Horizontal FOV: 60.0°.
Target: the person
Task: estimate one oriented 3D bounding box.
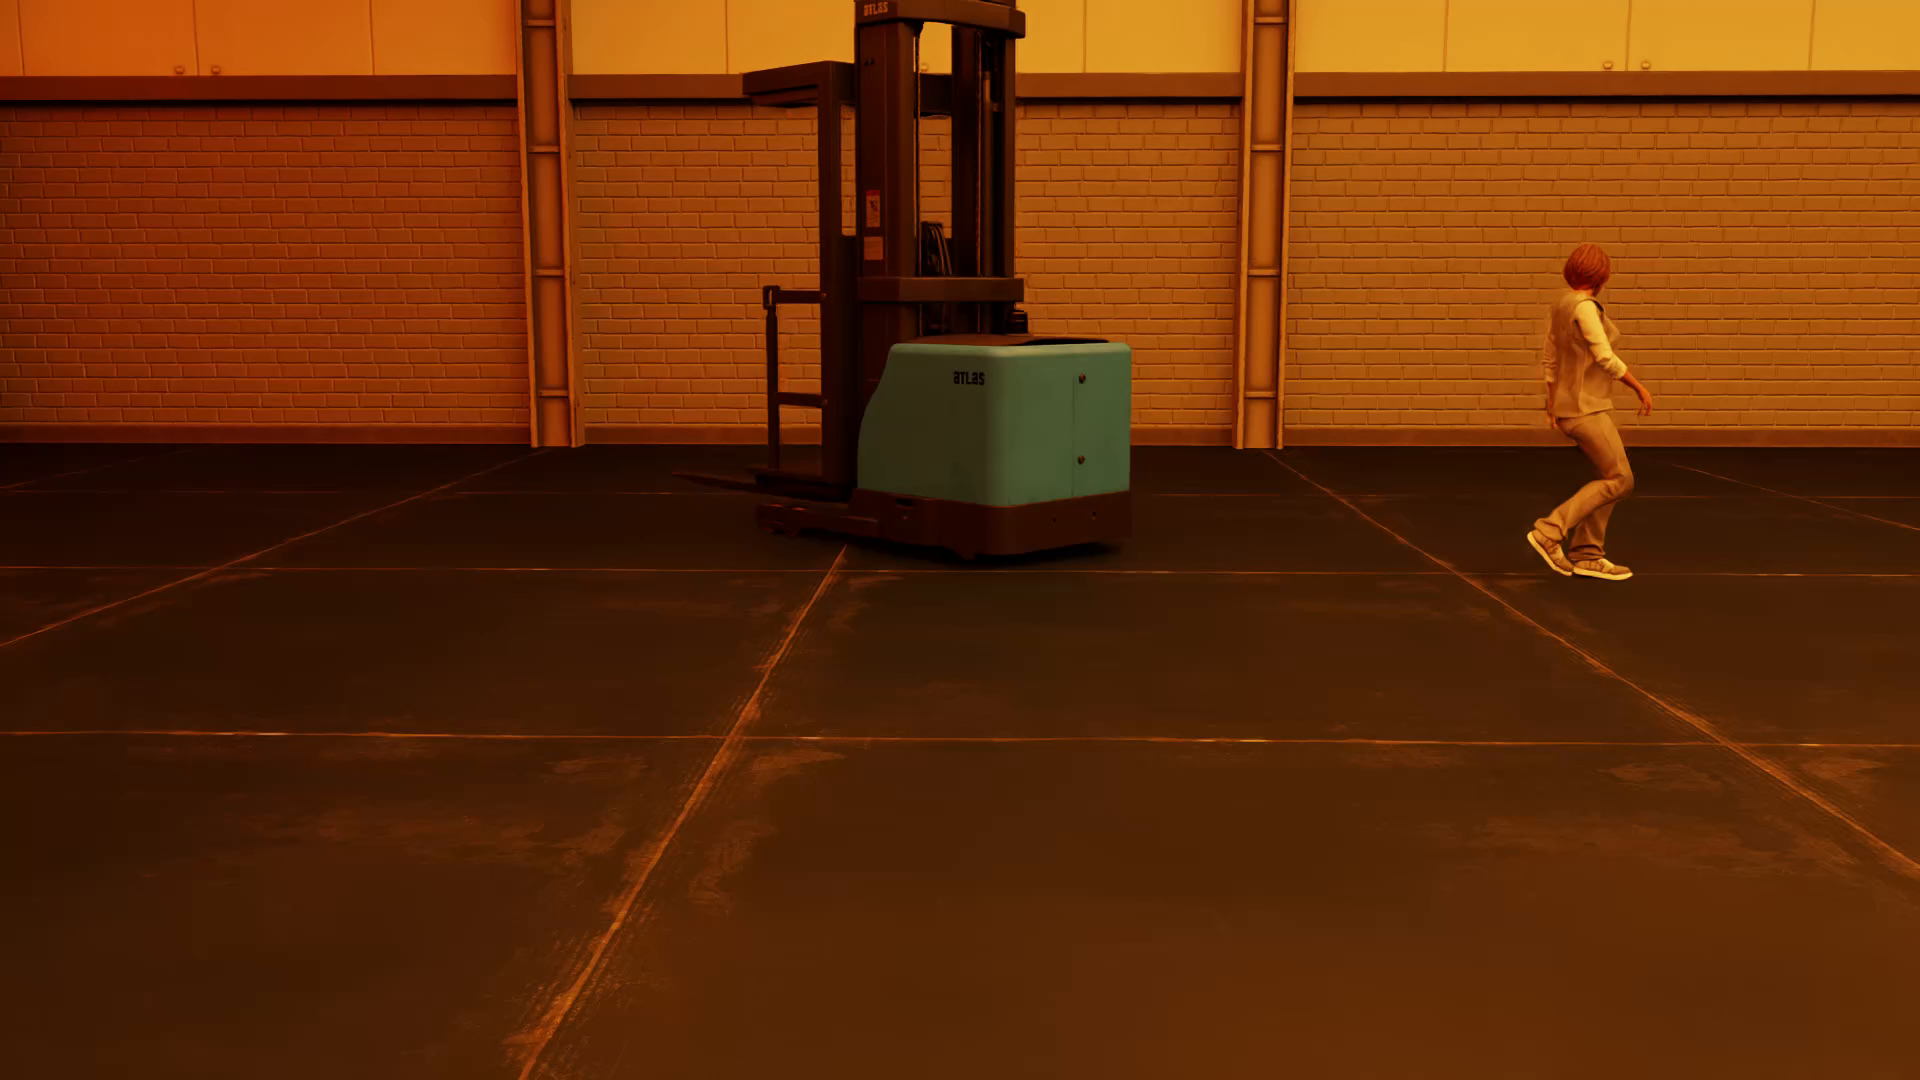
[{"bbox_3d":[2.941,-0.594,7.771,0.516,1.556,0.604,2,9,15],"label":"person"}]

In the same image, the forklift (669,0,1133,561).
[{"bbox_3d":[-0.492,-1.514,9.207,1.130,2.935,3.031,-8,12,-44],"label":"forklift"}]
